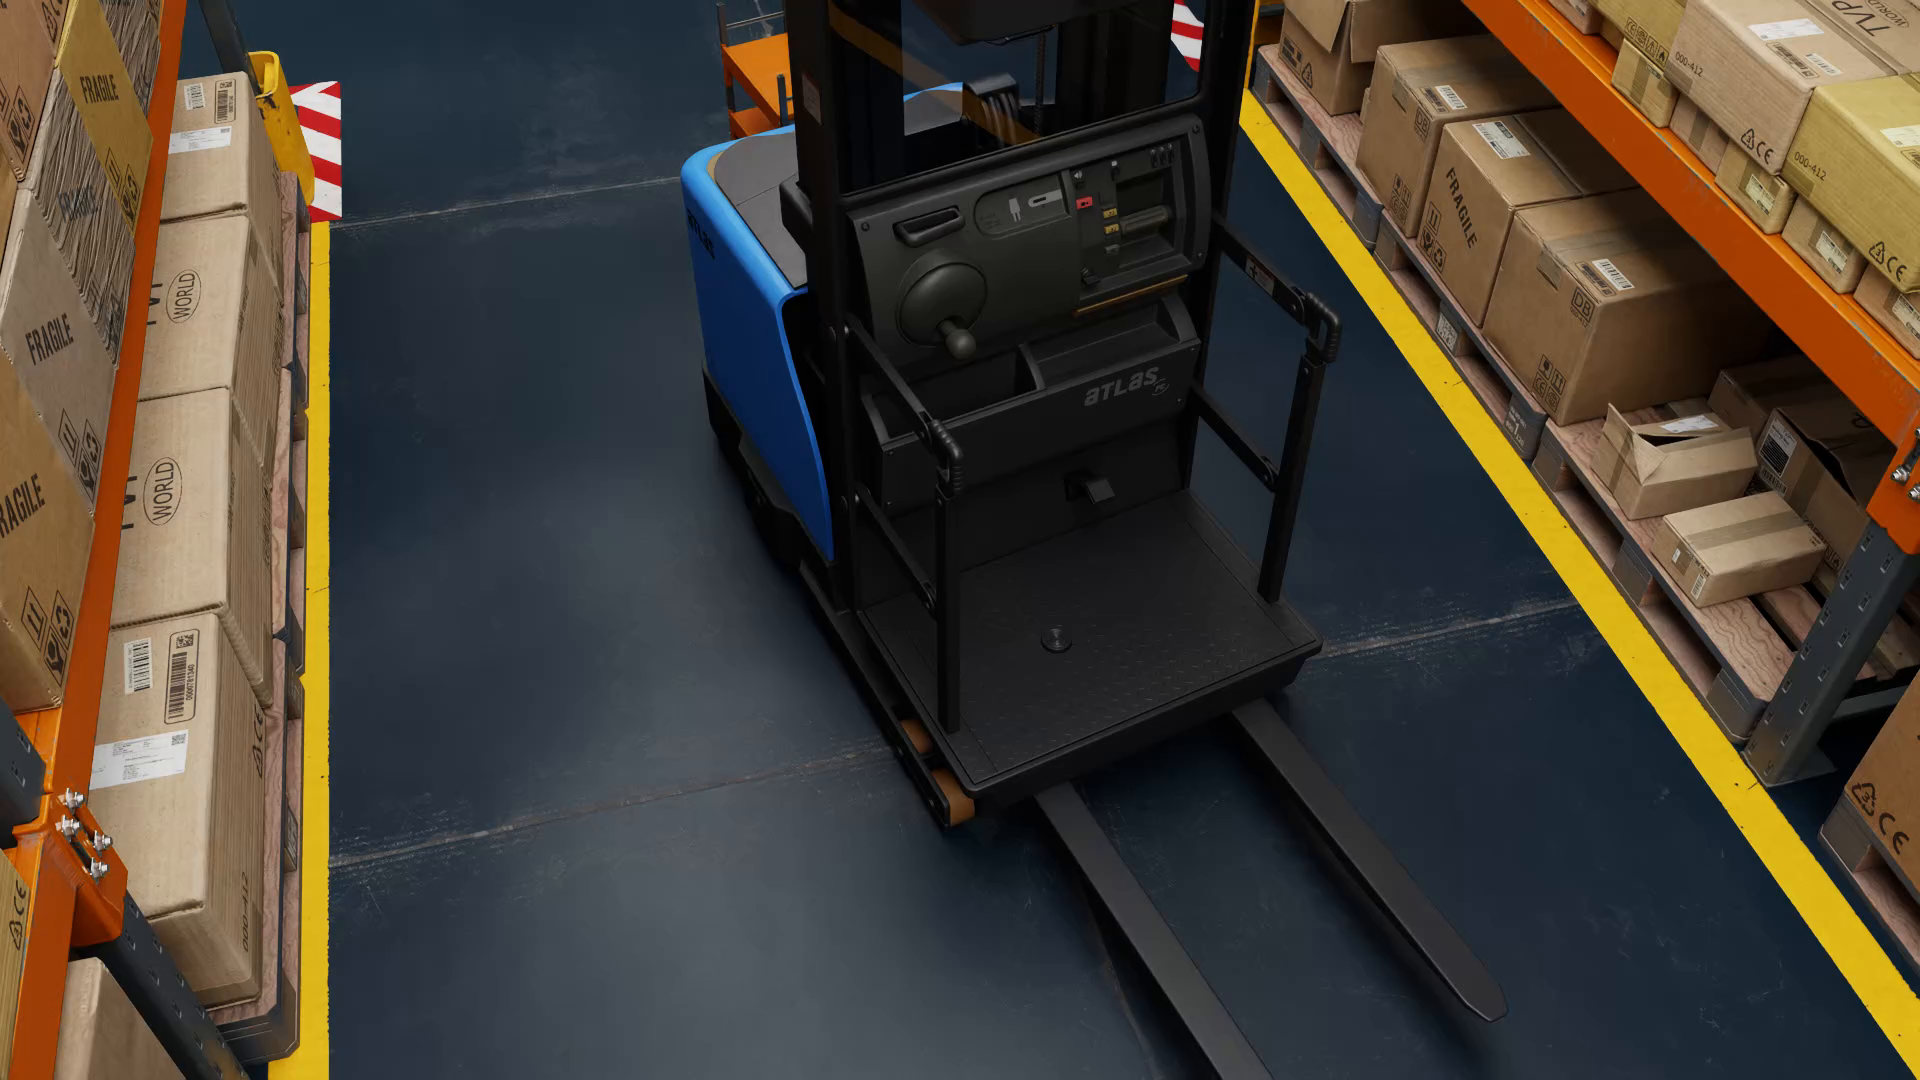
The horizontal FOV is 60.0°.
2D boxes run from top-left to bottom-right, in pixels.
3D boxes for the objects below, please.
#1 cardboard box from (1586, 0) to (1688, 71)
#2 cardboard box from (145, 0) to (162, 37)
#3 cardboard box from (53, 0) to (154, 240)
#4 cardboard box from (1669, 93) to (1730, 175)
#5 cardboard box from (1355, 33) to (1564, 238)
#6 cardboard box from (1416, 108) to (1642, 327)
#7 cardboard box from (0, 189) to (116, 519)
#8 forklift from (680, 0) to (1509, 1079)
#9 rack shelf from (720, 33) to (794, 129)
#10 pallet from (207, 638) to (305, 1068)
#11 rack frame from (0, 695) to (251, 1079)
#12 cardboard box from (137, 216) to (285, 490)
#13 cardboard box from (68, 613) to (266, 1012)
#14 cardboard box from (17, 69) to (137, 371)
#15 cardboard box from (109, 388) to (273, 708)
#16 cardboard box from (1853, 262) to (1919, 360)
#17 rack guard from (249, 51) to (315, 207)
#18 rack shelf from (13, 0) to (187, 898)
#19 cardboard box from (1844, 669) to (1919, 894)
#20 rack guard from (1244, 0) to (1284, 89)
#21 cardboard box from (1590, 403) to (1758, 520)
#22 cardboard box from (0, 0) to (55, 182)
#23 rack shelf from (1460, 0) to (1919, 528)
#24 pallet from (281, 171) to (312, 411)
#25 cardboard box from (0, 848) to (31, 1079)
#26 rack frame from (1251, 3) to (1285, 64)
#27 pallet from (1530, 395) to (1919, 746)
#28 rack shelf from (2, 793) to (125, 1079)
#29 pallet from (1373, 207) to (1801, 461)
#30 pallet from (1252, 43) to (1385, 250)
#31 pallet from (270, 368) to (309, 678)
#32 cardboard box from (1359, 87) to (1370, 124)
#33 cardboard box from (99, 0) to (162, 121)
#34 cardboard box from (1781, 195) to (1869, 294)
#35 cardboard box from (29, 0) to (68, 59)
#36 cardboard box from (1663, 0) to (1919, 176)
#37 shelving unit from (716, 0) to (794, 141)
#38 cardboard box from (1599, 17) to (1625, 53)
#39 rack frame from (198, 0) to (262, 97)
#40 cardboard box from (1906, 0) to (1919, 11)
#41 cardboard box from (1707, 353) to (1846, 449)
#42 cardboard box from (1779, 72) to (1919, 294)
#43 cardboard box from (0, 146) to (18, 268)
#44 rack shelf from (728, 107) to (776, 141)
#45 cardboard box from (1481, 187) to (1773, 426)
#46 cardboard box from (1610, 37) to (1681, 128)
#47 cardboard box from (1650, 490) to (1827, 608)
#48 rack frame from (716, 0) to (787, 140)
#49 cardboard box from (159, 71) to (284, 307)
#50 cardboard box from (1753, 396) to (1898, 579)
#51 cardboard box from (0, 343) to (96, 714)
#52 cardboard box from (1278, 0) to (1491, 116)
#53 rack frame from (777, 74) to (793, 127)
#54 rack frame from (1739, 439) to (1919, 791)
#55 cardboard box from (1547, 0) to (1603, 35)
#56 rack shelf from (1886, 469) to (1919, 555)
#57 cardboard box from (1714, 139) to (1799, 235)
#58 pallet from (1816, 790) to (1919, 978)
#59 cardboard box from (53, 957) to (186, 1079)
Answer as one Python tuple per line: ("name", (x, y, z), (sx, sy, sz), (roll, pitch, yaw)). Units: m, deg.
("cardboard box", (2.058, -1.544, 4.560), (0.500, 0.250, 0.500), (-11, 47, -11))
("cardboard box", (-2.646, -1.748, 4.793), (0.500, 0.500, 0.500), (-12, 47, -11))
("cardboard box", (-2.360, -1.041, 4.100), (0.500, 0.500, 0.500), (-9, 46, -9))
("cardboard box", (2.138, -1.118, 4.422), (0.380, 0.149, 0.250), (-10, 46, -9))
("cardboard box", (1.904, -1.492, 6.068), (0.700, 0.500, 0.500), (-9, 46, -9))
("cardboard box", (1.943, -1.109, 5.693), (0.500, 0.500, 0.500), (-10, 46, -10))
("cardboard box", (-2.107, -0.340, 3.413), (0.500, 0.500, 0.500), (-10, 47, -10))
("forklift", (0.288, -0.625, 3.811), (1.130, 2.935, 3.031), (-20, 49, -19))
("rack shelf", (-0.544, -1.419, 5.250), (0.258, 0.148, 0.480), (-20, 49, -19))
("pallet", (-2.234, 0.851, 4.268), (1.003, 0.211, 1.213), (-11, 47, -10))
("rack frame", (-2.112, 0.414, 2.744), (0.949, 2.616, 0.053), (-11, 47, -10))
("cardboard box", (-2.631, -0.530, 5.169), (0.875, 0.438, 0.875), (-10, 46, -9))
("cardboard box", (-2.172, 0.711, 3.953), (0.875, 0.438, 0.875), (-11, 47, -11))
("cardboard box", (-2.228, -0.685, 3.751), (0.500, 0.500, 0.500), (-10, 47, -10))
("cardboard box", (-2.402, 0.093, 4.558), (0.875, 0.438, 0.875), (-12, 47, -11))
("cardboard box", (2.356, -0.582, 3.896), (0.380, 0.149, 0.250), (-10, 46, -10))
("rack guard", (-3.145, -1.489, 6.359), (1.175, 0.500, 0.348), (-11, 47, -10))
("rack shelf", (-2.627, -0.714, 4.354), (1.077, 0.370, 4.000), (-11, 47, -10))
("cardboard box", (2.588, 0.607, 4.011), (0.500, 0.500, 0.500), (-9, 46, -9))
("rack guard", (1.678, -2.330, 7.183), (1.175, 0.500, 0.348), (-11, 47, -10))
("cardboard box", (2.164, -0.263, 5.028), (0.396, 0.266, 0.258), (-9, 46, -9))
("cardboard box", (-2.246, -1.049, 3.408), (0.500, 0.500, 0.500), (-10, 46, -10))
("rack shelf", (2.170, -1.625, 5.246), (1.077, 0.370, 4.000), (-11, 47, -10))
("pallet", (-2.859, -0.833, 5.919), (1.003, 0.211, 1.213), (-11, 47, -10))
("cardboard box", (-1.757, 0.731, 2.539), (0.500, 0.250, 0.500), (-12, 47, -11))
("rack frame", (1.658, -3.257, 6.342), (1.000, 3.000, 0.127), (-11, 47, -10))
("pallet", (2.507, 0.006, 5.096), (1.003, 0.211, 1.213), (-11, 47, -10))
("rack shelf", (-1.603, 2.047, 1.647), (1.077, 0.370, 4.000), (-11, 47, -10))
("pallet", (2.191, -0.838, 5.923), (1.003, 0.211, 1.213), (-11, 47, -10))
("pallet", (1.883, -1.678, 6.747), (1.003, 0.211, 1.213), (-11, 47, -10))
("pallet", (-2.550, 0.007, 5.095), (1.003, 0.211, 1.213), (-11, 47, -10))
("cardboard box", (1.794, -1.666, 6.485), (0.380, 0.149, 0.250), (-12, 47, -12))
("cardboard box", (-2.505, -1.395, 4.447), (0.500, 0.500, 0.500), (-9, 46, -9))
("cardboard box", (2.269, -0.757, 4.068), (0.380, 0.149, 0.250), (-10, 46, -9))
("cardboard box", (-2.373, -1.398, 3.749), (0.500, 0.500, 0.500), (-11, 47, -11))
("cardboard box", (2.173, -1.197, 4.220), (0.500, 0.250, 0.500), (-11, 47, -10))
("shelving unit", (-0.544, -1.144, 5.531), (0.258, 1.200, 0.503), (-20, 49, -19))
("cardboard box", (2.087, -1.488, 4.784), (0.380, 0.149, 0.250), (-10, 46, -10))
("rack frame", (-3.139, -2.347, 5.450), (1.000, 3.000, 0.127), (-11, 47, -10))
("cardboard box", (2.681, -1.283, 4.304), (0.500, 0.250, 0.500), (-11, 47, -11))
("cardboard box", (2.630, -0.443, 5.286), (0.380, 0.149, 0.250), (-11, 47, -11))
("cardboard box", (2.316, -0.854, 3.884), (0.500, 0.250, 0.500), (-10, 46, -9))
("cardboard box", (-2.126, -0.693, 3.059), (0.500, 0.500, 0.500), (-11, 47, -11))
("rack shelf", (-0.544, -1.253, 5.419), (0.258, 0.148, 0.480), (-20, 49, -19))
("cardboard box", (2.170, -0.776, 5.366), (0.700, 0.500, 0.500), (-12, 47, -12))
("cardboard box", (2.045, -1.290, 4.590), (0.380, 0.149, 0.250), (-11, 47, -11))
("cardboard box", (2.256, 0.024, 4.828), (0.380, 0.149, 0.250), (-12, 47, -12))
("rack frame", (-0.656, -1.299, 5.683), (0.240, 1.200, 0.015), (-20, 49, -19))
("cardboard box", (-2.874, -1.160, 5.786), (0.875, 0.438, 0.875), (-12, 47, -12))
("cardboard box", (2.741, -0.201, 4.935), (0.500, 0.311, 0.500), (-9, 46, -9))
("cardboard box", (-1.982, 0.008, 3.072), (0.500, 0.500, 0.500), (-9, 46, -9))
("cardboard box", (1.723, -2.091, 6.653), (0.797, 0.503, 0.637), (-12, 47, -12))
("rack frame", (-0.432, -0.989, 5.379), (0.240, 1.200, 0.015), (-20, 49, -19))
("rack frame", (2.682, -0.496, 3.635), (1.000, 3.000, 0.127), (-11, 47, -10))
("cardboard box", (1.979, -1.650, 4.943), (0.380, 0.149, 0.250), (-11, 47, -10))
("rack shelf", (3.194, 1.137, 2.539), (1.077, 0.370, 4.000), (-11, 47, -10))
("cardboard box", (2.179, -0.932, 4.239), (0.380, 0.149, 0.250), (-10, 46, -9))
("pallet", (2.927, 1.035, 4.088), (1.003, 0.211, 1.213), (-11, 47, -10))
("cardboard box", (-1.879, 1.425, 2.947), (0.875, 0.875, 0.875), (-9, 46, -9))
